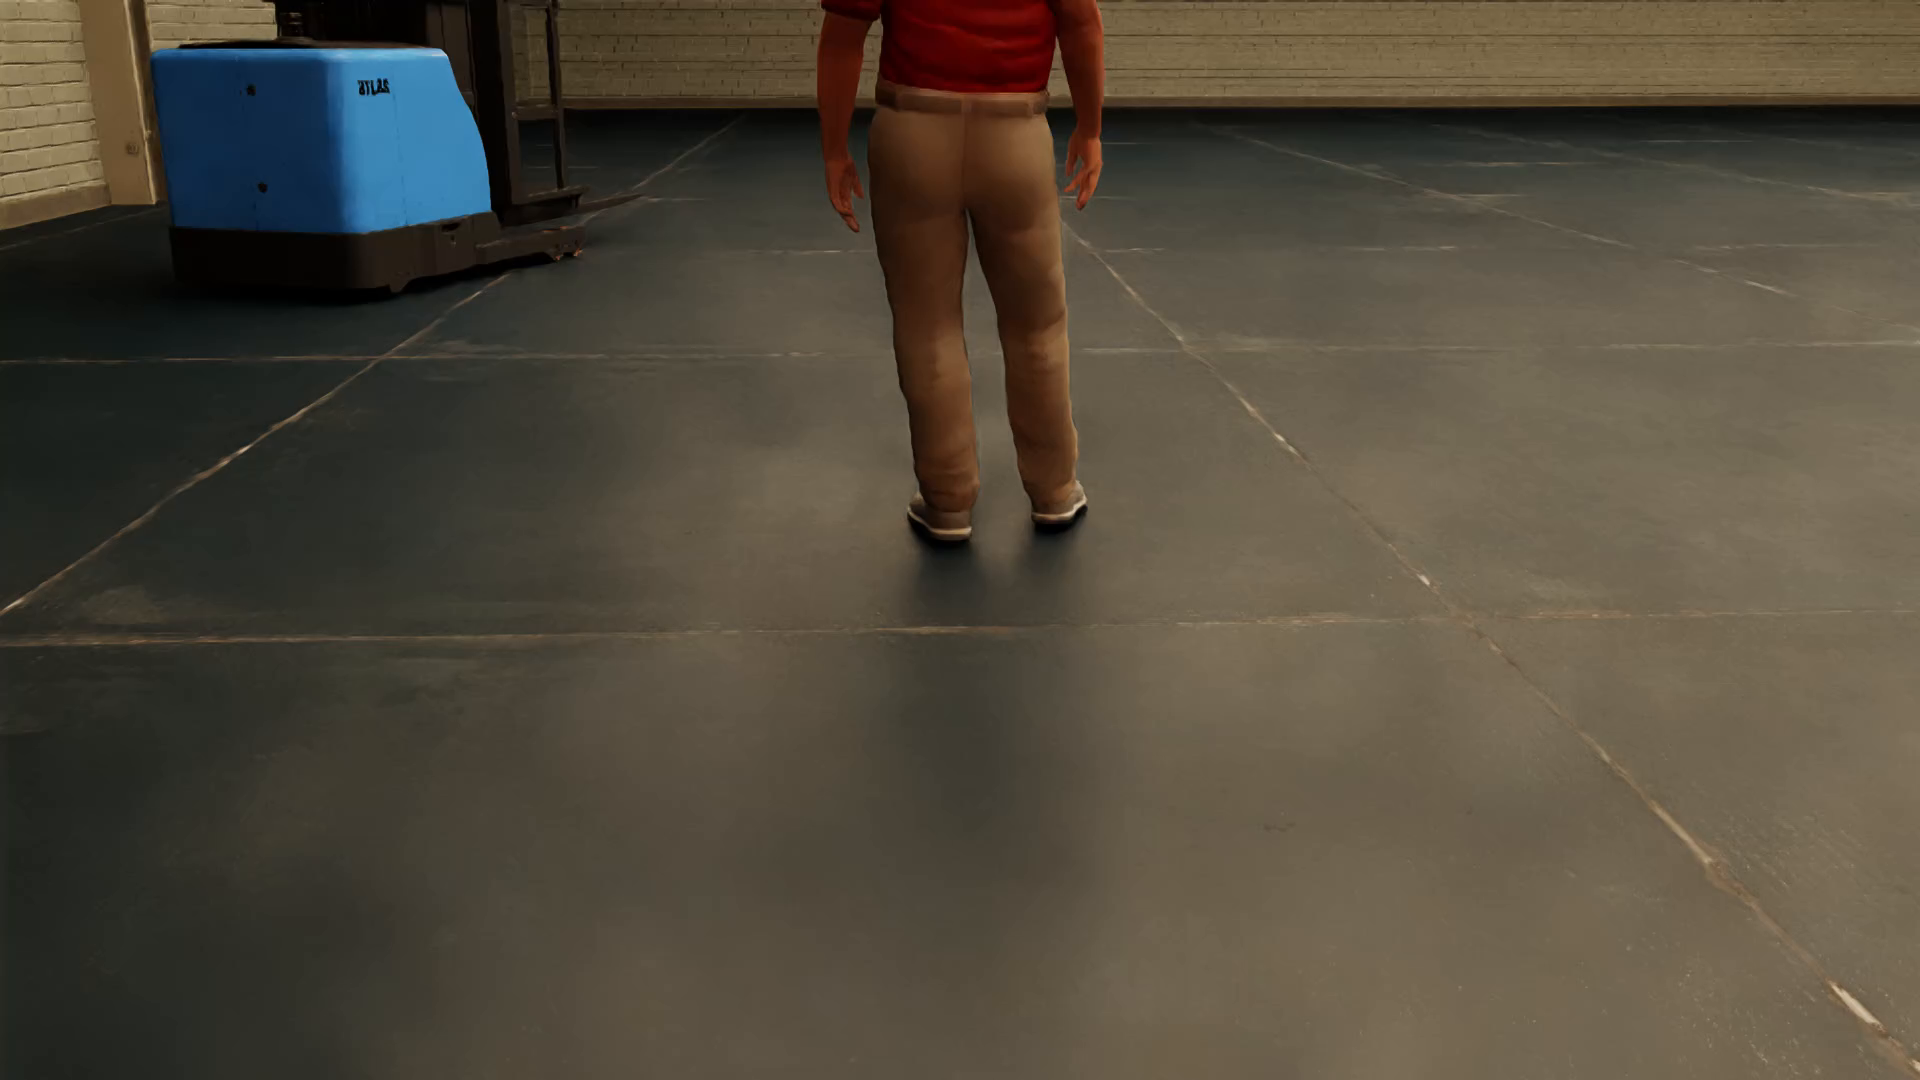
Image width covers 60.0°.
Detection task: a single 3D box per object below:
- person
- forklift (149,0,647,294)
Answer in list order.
[{"bbox_3d":[0.007,-0.860,3.749,0.640,1.727,0.550,-1,17,-3],"label":"person"},{"bbox_3d":[-2.639,-2.880,8.323,1.130,2.935,3.031,5,18,16],"label":"forklift"}]
